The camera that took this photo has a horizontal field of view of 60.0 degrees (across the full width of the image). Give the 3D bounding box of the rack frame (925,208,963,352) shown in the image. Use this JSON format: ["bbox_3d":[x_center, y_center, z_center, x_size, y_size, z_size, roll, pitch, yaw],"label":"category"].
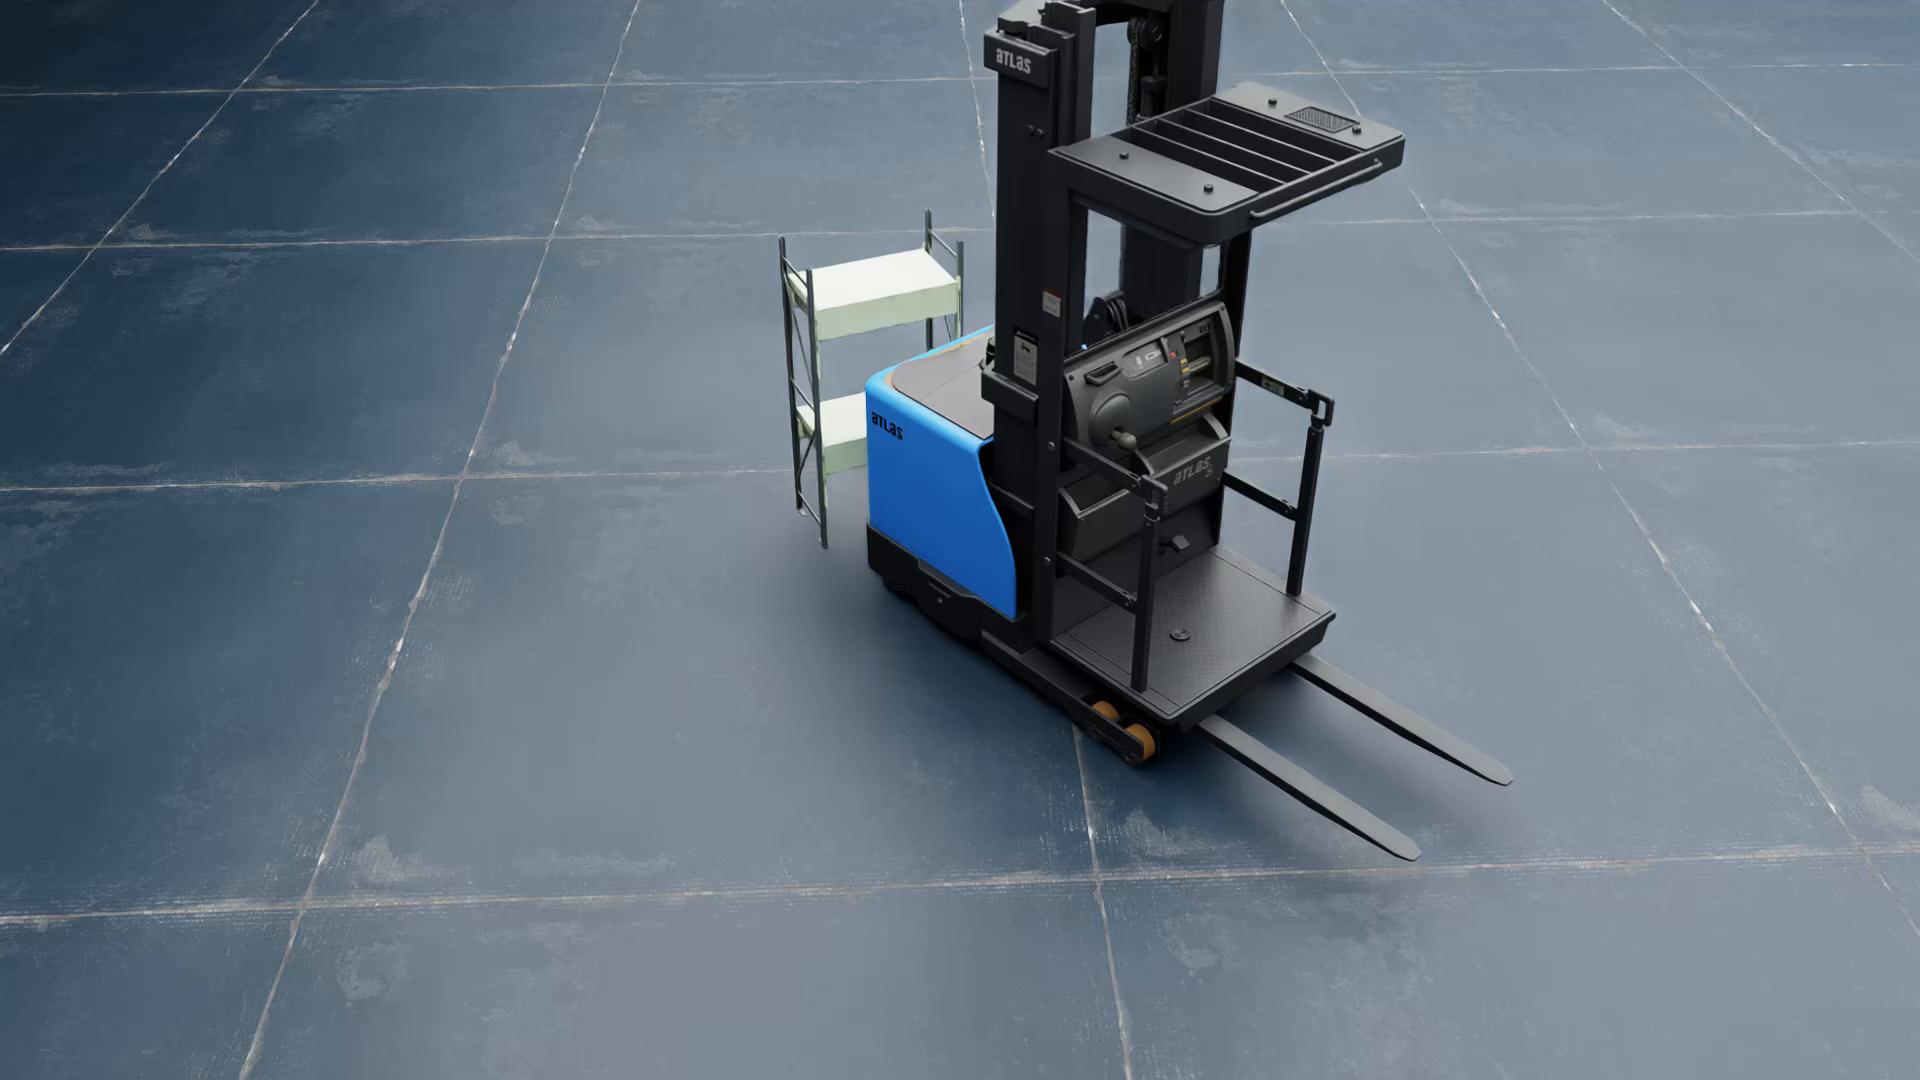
[{"bbox_3d":[-0.076,-0.850,8.161,0.023,1.500,0.400,-14,37,-20],"label":"rack frame"}]

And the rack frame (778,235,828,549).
[{"bbox_3d":[-0.743,-0.678,7.912,0.023,1.500,0.400,-14,37,-20],"label":"rack frame"}]

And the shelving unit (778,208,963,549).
[{"bbox_3d":[-0.409,-0.764,8.036,0.755,1.500,0.431,-14,37,-20],"label":"shelving unit"}]

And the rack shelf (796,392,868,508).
[{"bbox_3d":[-0.409,-0.496,8.222,0.720,0.370,0.431,-14,37,-20],"label":"rack shelf"}]

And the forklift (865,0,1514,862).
[{"bbox_3d":[0.914,-0.604,6.547,1.130,2.935,3.031,-27,43,-33],"label":"forklift"}]

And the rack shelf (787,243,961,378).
[{"bbox_3d":[-0.409,-1.085,7.814,0.720,0.370,0.431,-14,37,-20],"label":"rack shelf"}]
